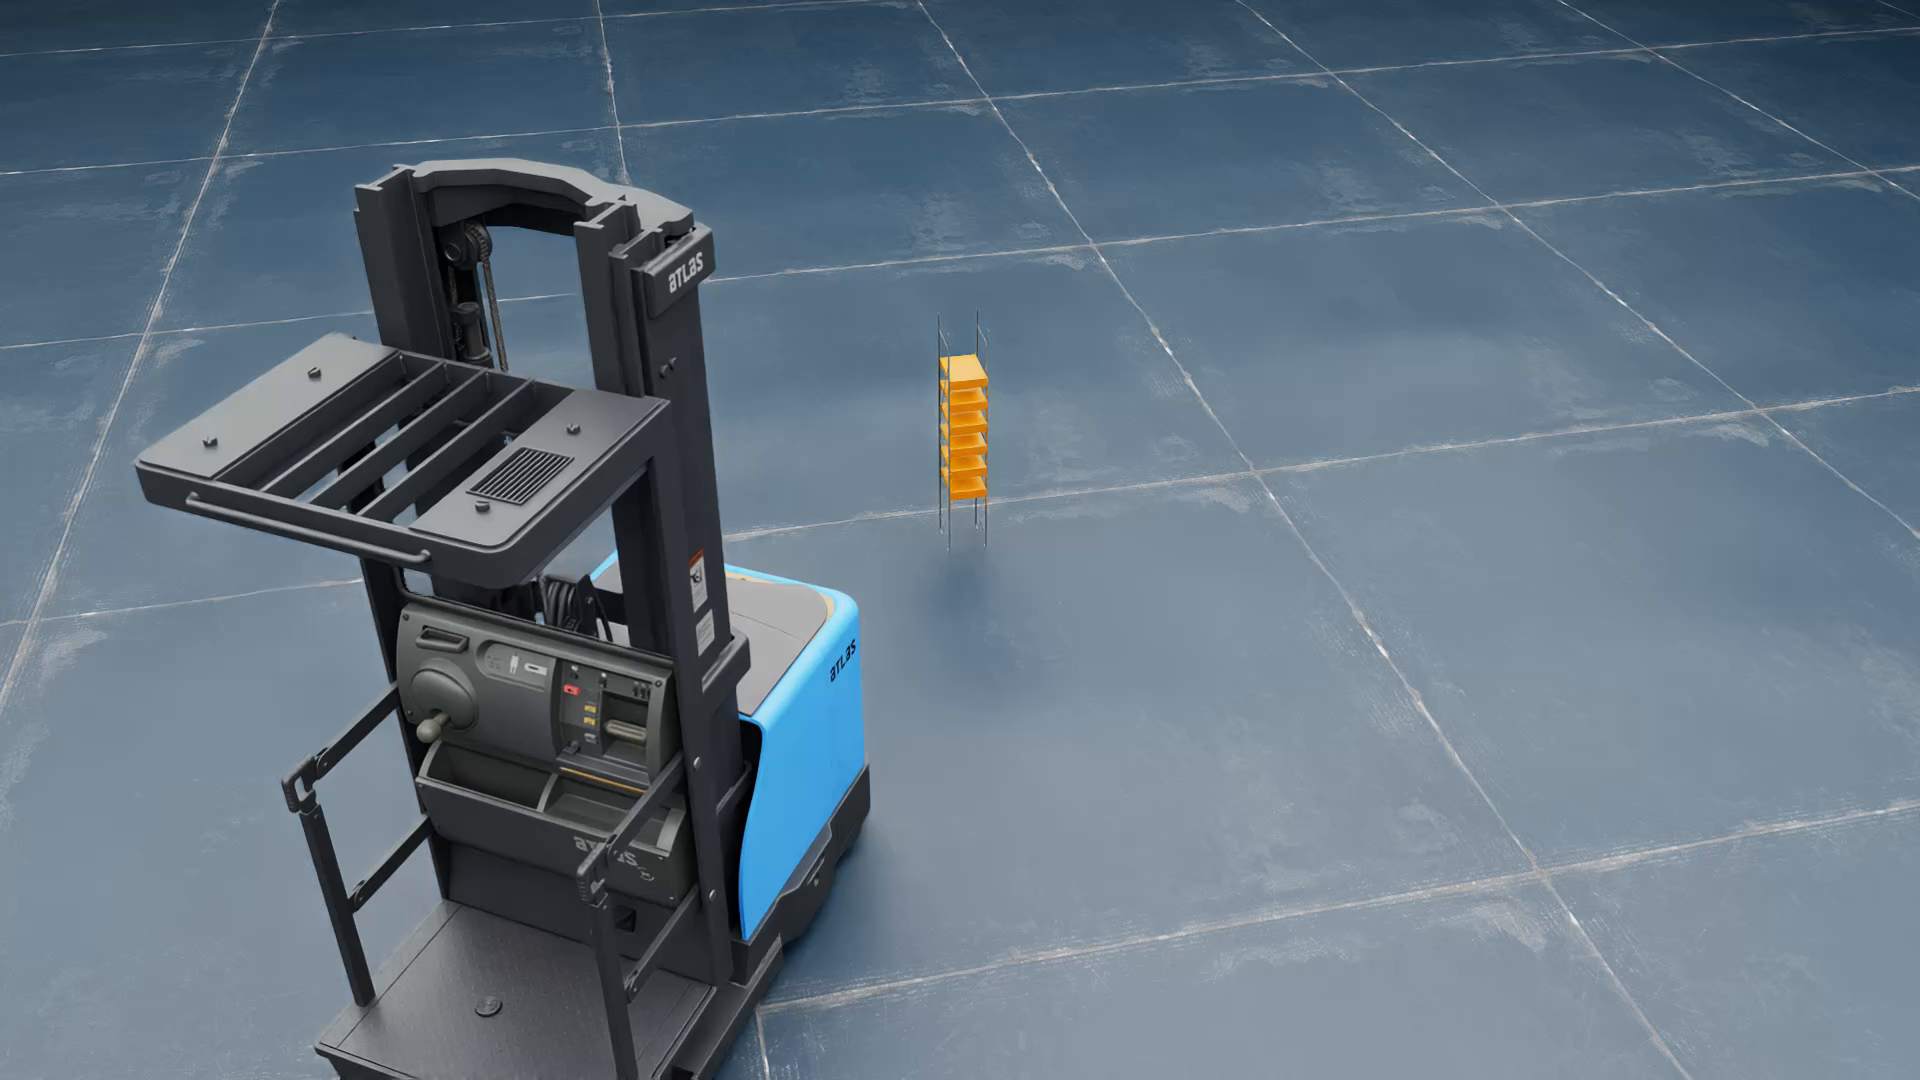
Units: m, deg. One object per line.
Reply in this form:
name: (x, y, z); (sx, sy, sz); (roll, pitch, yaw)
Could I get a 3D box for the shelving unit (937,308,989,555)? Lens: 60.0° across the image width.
shelving unit: (0.014, -0.500, 7.918); (0.189, 1.200, 0.258); (-7, 35, -11)

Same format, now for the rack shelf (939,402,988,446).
rack shelf: (0.014, -0.563, 7.876); (0.180, 0.103, 0.258); (-7, 35, -11)

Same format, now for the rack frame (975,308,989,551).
rack frame: (0.103, -0.511, 7.935); (0.006, 1.200, 0.240); (-7, 35, -11)

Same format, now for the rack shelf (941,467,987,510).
rack shelf: (0.014, -0.264, 8.077); (0.180, 0.103, 0.258); (-7, 35, -11)

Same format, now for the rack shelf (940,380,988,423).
rack shelf: (0.014, -0.662, 7.809); (0.180, 0.103, 0.258); (-7, 35, -11)

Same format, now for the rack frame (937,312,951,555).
rack frame: (-0.075, -0.489, 7.902); (0.006, 1.200, 0.240); (-7, 35, -11)

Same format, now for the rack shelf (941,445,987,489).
rack shelf: (0.014, -0.363, 8.010); (0.180, 0.103, 0.258); (-7, 35, -11)

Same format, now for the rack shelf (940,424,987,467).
rack shelf: (0.014, -0.463, 7.943); (0.180, 0.103, 0.258); (-7, 35, -11)

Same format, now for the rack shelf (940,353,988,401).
rack shelf: (0.014, -0.762, 7.742); (0.180, 0.103, 0.258); (-7, 35, -11)

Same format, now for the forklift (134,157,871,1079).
forklift: (-1.367, 0.536, 4.821); (1.130, 2.935, 3.031); (12, 36, 18)
